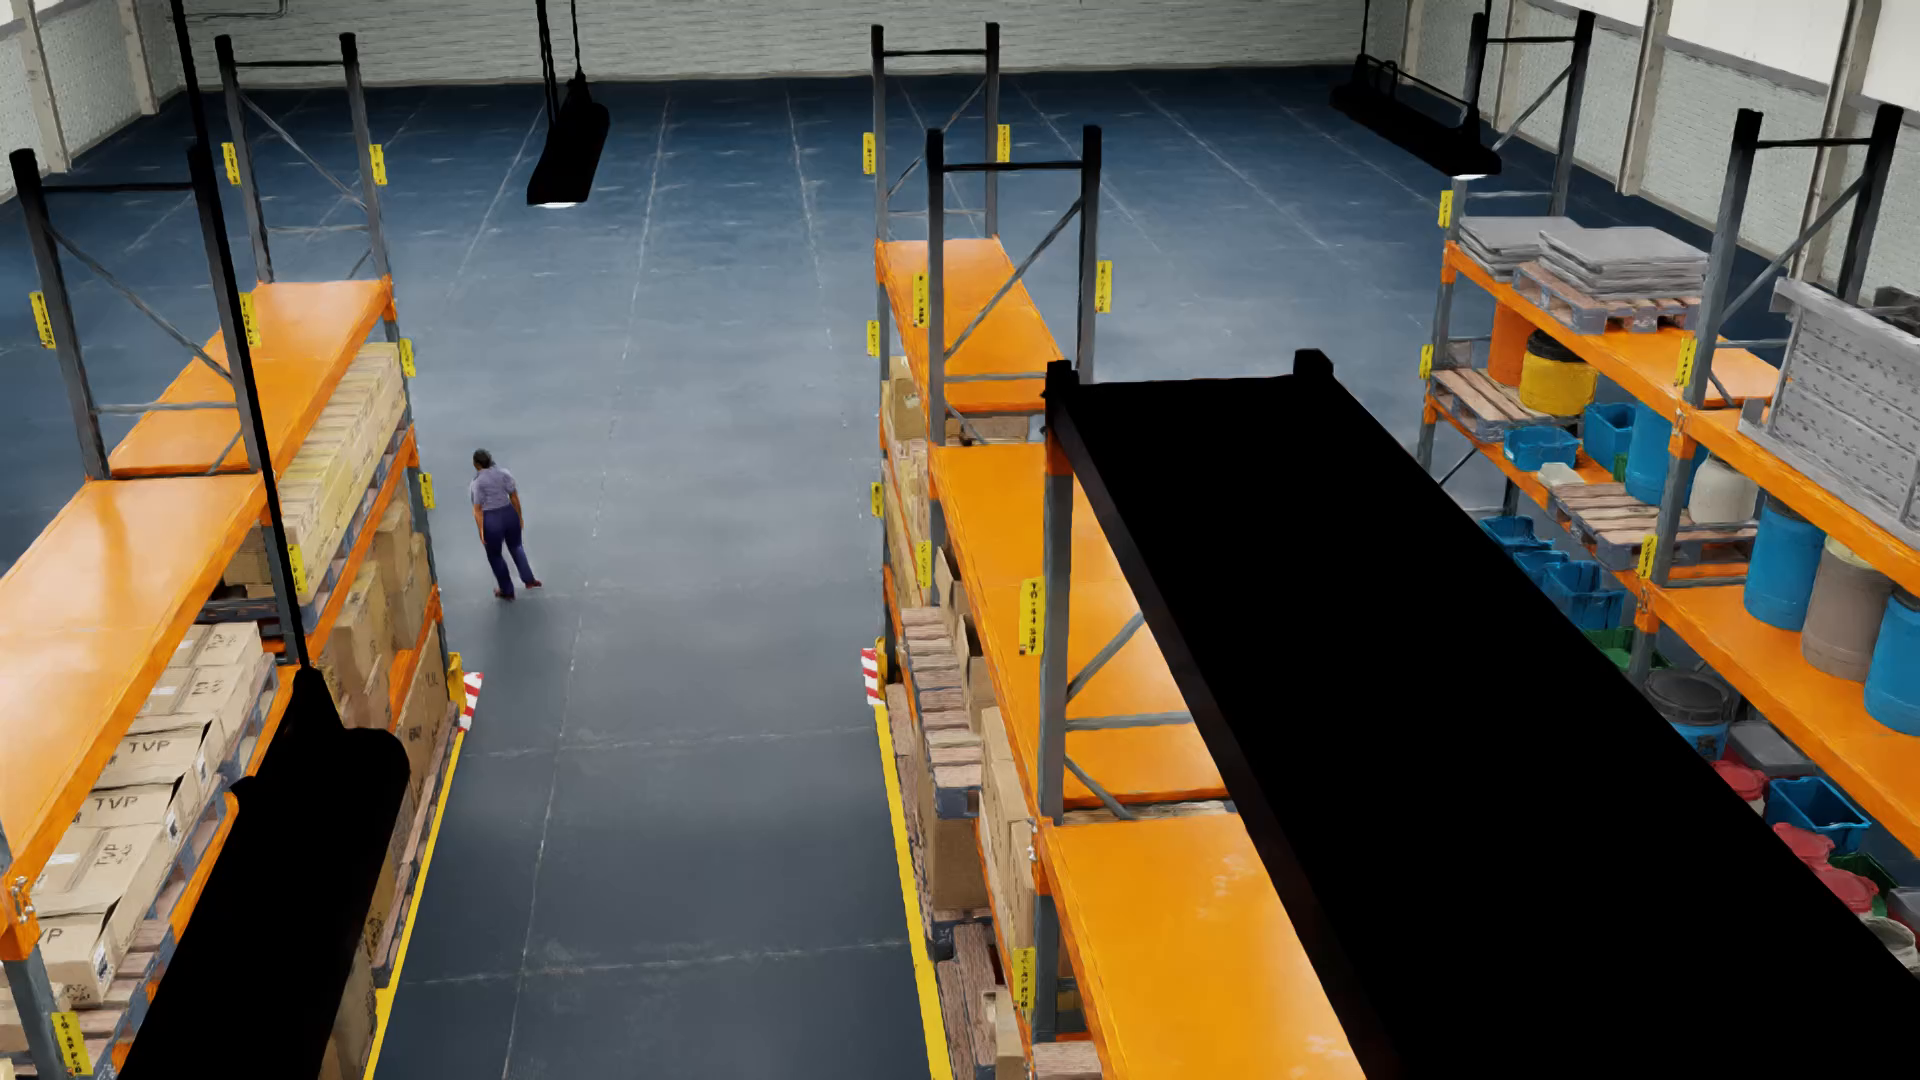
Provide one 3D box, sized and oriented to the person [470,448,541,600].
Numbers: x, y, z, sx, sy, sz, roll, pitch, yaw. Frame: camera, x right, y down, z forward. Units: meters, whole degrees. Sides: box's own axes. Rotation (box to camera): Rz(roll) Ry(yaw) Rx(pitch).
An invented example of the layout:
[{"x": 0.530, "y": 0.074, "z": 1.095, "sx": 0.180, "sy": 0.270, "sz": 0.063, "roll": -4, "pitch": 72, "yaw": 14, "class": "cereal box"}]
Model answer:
[{"x": -4.649, "y": -0.154, "z": 16.941, "sx": 0.558, "sy": 1.638, "sz": 0.533, "roll": -22, "pitch": 33, "yaw": -39, "class": "person"}]
